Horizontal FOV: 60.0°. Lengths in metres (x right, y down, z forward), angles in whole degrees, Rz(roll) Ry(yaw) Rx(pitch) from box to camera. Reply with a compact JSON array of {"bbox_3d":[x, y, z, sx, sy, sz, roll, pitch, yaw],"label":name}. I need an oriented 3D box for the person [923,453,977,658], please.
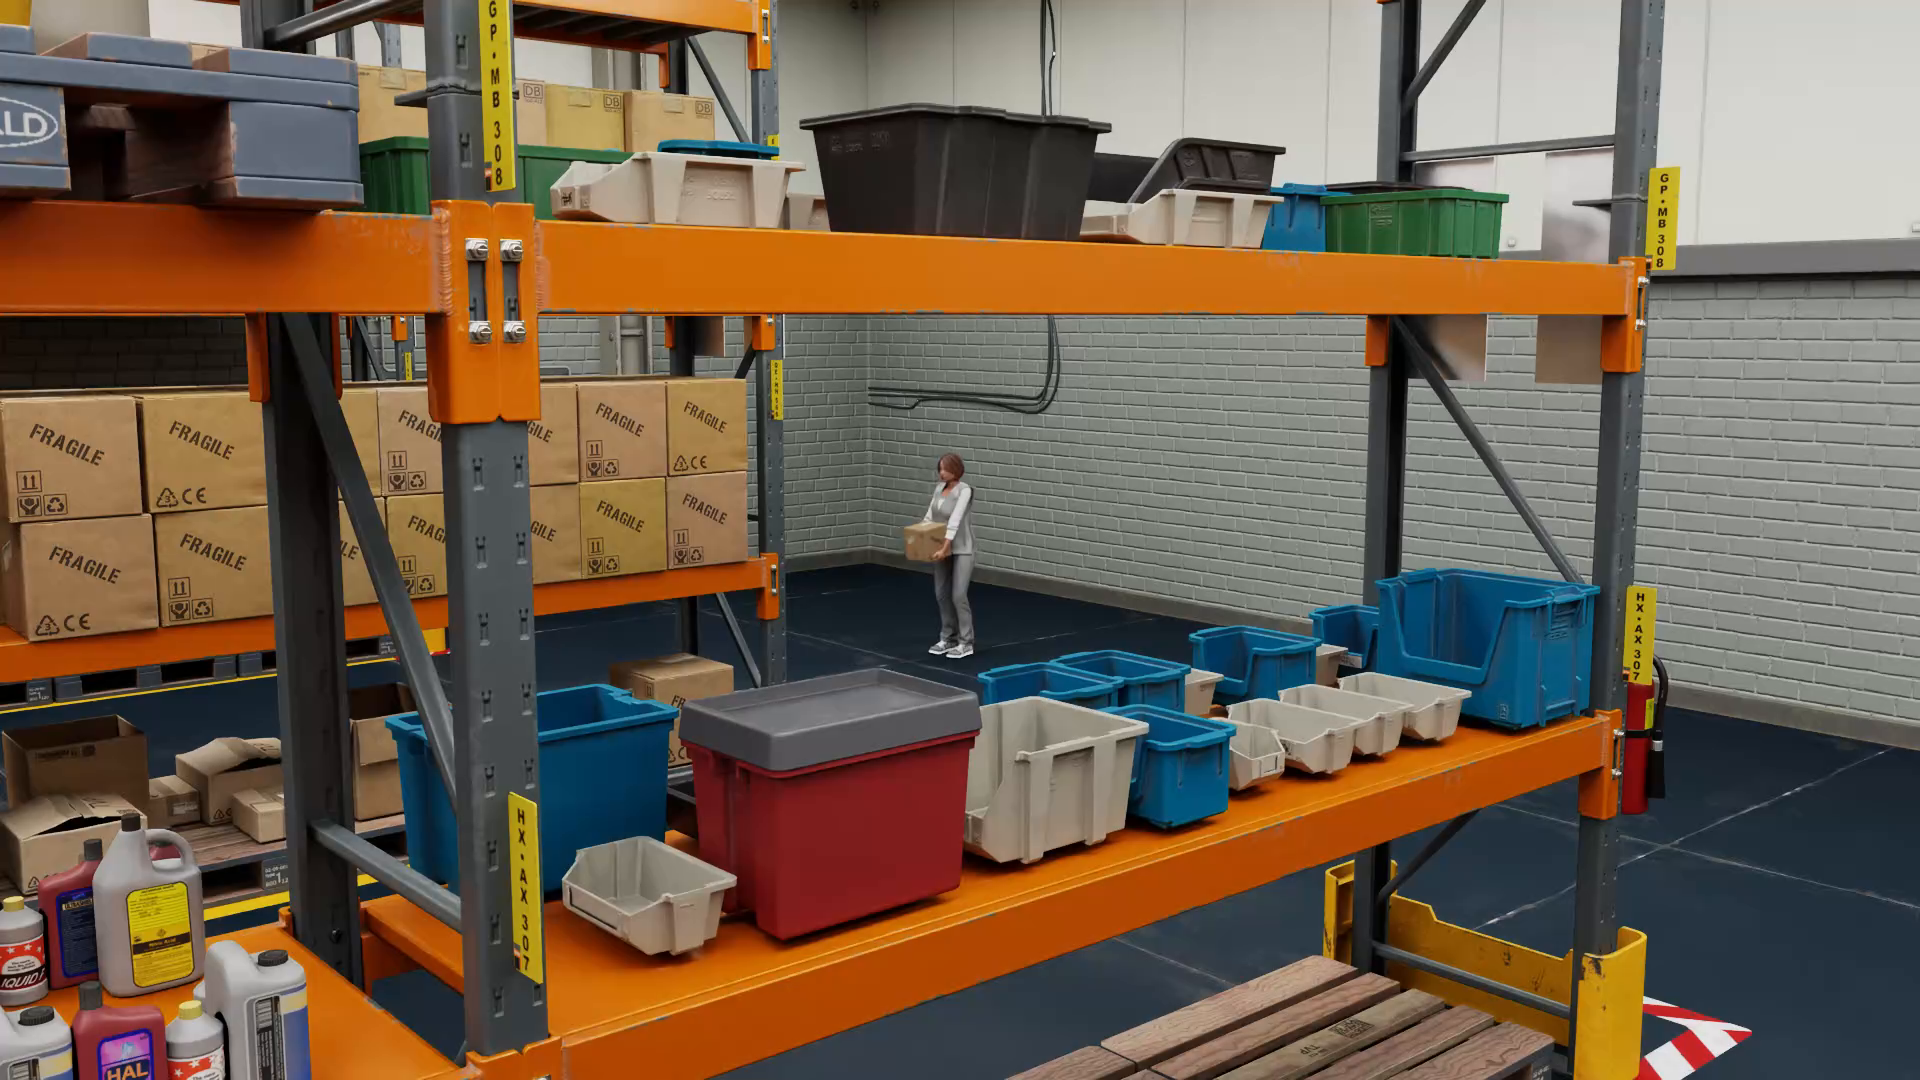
[{"bbox_3d":[-0.106,0.122,12.949,0.507,1.596,0.375,-7,10,-42],"label":"person"}]
